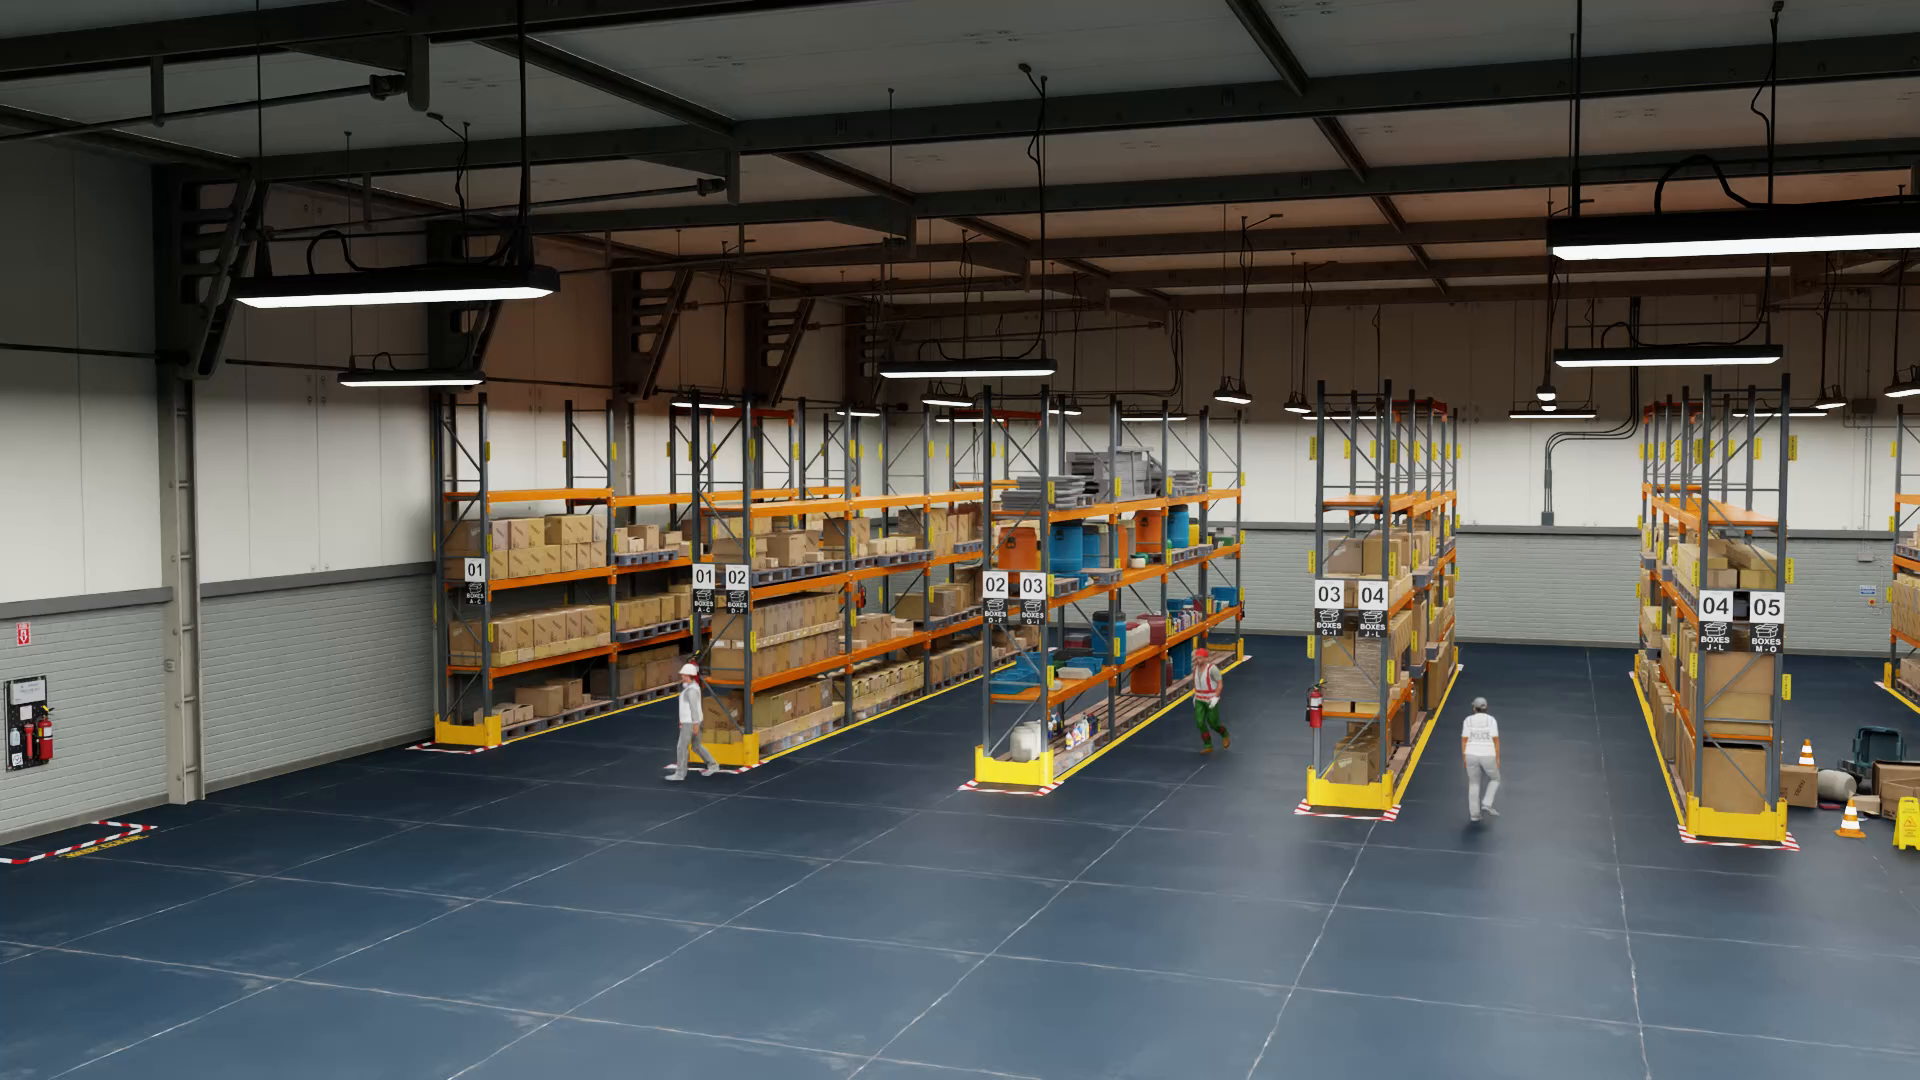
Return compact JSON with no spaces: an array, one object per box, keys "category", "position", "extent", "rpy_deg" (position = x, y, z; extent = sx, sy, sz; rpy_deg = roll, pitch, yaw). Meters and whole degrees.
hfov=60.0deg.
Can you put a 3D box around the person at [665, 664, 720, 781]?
[{"category":"person","position":[-4.083,2.769,25.375],"extent":[0.807,1.762,0.533],"rpy_deg":[0,3,-3]}]

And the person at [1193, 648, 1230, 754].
[{"category":"person","position":[4.159,2.659,27.668],"extent":[0.600,1.748,0.745],"rpy_deg":[3,4,42]}]

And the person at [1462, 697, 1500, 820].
[{"category":"person","position":[7.079,2.965,22.574],"extent":[0.522,1.651,0.457],"rpy_deg":[2,4,31]}]
